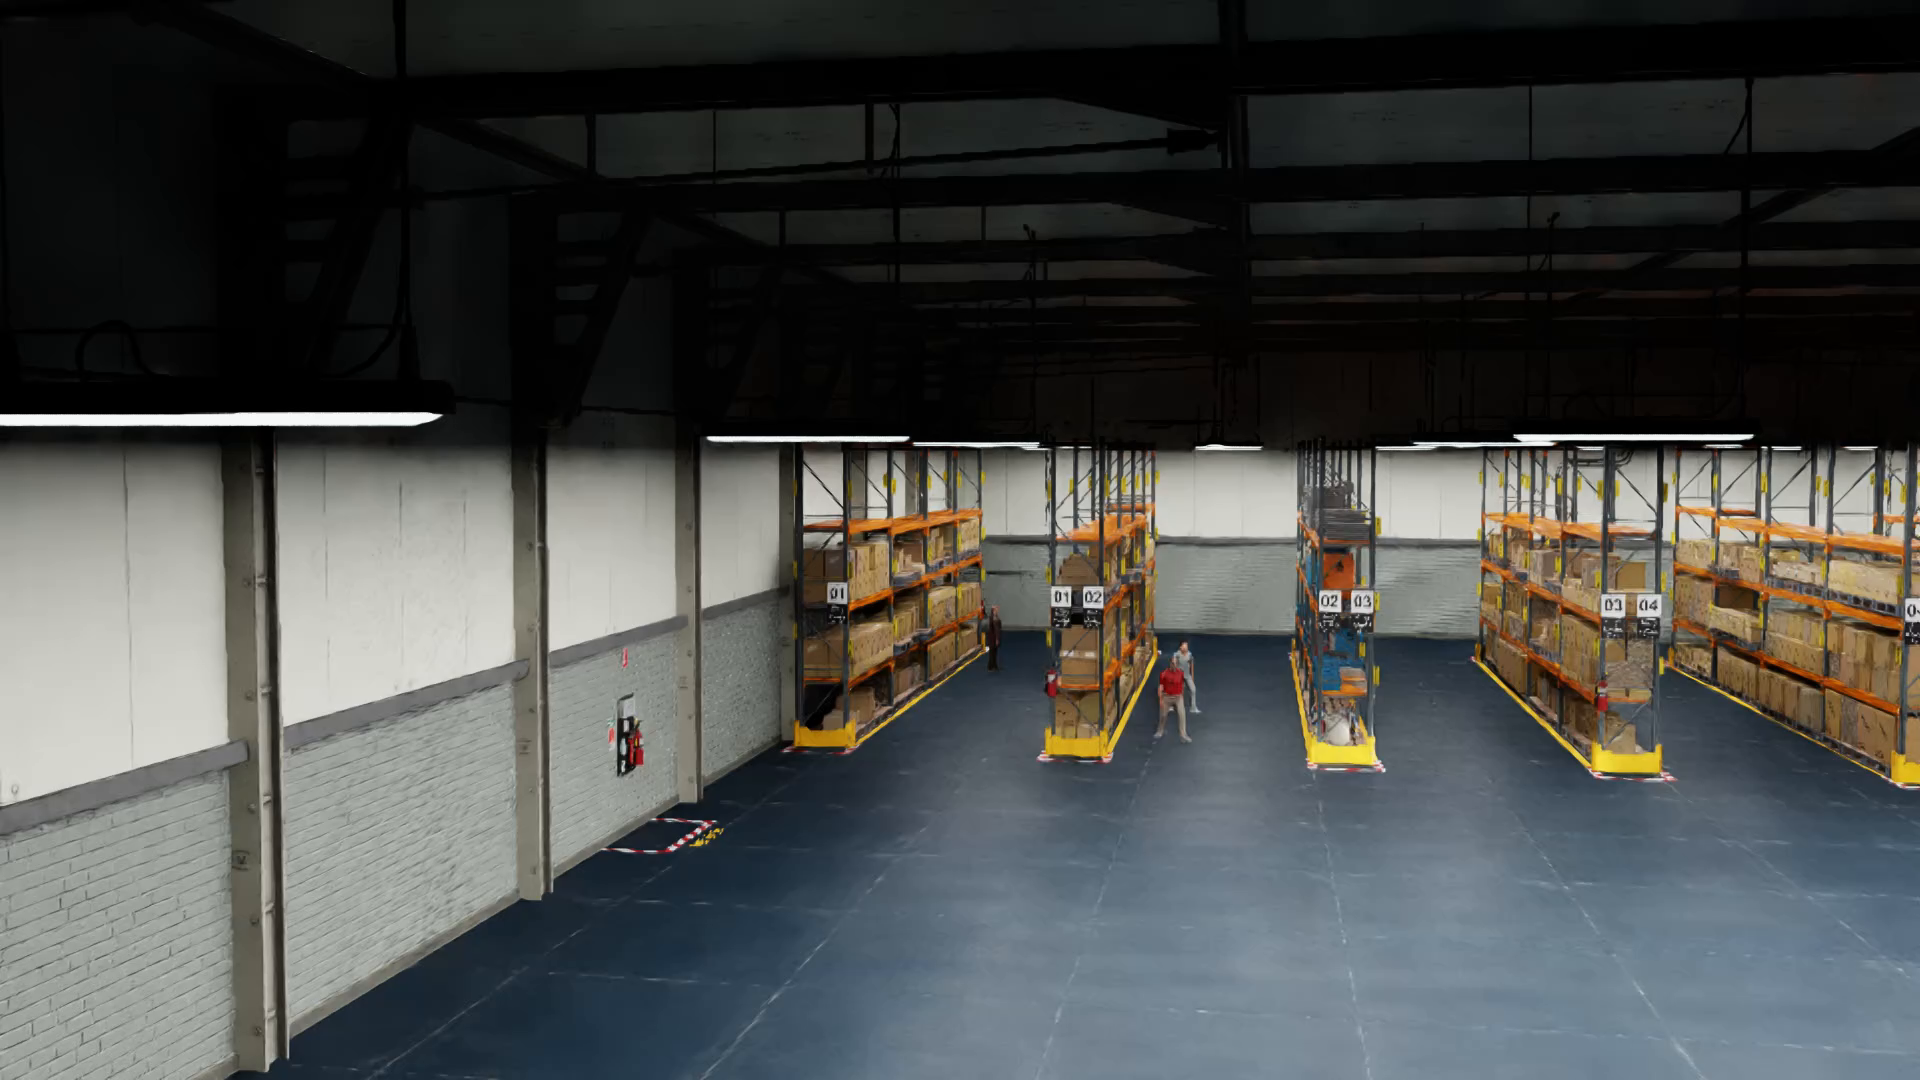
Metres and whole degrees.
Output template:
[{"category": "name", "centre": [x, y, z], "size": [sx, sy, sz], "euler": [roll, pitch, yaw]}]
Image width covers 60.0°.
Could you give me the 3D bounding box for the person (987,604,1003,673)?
[{"category": "person", "centre": [0.914, 2.532, 43.085], "size": [0.444, 1.783, 0.678], "euler": [0, 3, -6]}]

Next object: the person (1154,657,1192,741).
[{"category": "person", "centre": [4.211, 3.141, 33.007], "size": [0.585, 1.679, 0.975], "euler": [-1, 3, -13]}]

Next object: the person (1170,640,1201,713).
[{"category": "person", "centre": [4.905, 2.980, 36.560], "size": [0.609, 1.596, 0.814], "euler": [0, 3, -6]}]
